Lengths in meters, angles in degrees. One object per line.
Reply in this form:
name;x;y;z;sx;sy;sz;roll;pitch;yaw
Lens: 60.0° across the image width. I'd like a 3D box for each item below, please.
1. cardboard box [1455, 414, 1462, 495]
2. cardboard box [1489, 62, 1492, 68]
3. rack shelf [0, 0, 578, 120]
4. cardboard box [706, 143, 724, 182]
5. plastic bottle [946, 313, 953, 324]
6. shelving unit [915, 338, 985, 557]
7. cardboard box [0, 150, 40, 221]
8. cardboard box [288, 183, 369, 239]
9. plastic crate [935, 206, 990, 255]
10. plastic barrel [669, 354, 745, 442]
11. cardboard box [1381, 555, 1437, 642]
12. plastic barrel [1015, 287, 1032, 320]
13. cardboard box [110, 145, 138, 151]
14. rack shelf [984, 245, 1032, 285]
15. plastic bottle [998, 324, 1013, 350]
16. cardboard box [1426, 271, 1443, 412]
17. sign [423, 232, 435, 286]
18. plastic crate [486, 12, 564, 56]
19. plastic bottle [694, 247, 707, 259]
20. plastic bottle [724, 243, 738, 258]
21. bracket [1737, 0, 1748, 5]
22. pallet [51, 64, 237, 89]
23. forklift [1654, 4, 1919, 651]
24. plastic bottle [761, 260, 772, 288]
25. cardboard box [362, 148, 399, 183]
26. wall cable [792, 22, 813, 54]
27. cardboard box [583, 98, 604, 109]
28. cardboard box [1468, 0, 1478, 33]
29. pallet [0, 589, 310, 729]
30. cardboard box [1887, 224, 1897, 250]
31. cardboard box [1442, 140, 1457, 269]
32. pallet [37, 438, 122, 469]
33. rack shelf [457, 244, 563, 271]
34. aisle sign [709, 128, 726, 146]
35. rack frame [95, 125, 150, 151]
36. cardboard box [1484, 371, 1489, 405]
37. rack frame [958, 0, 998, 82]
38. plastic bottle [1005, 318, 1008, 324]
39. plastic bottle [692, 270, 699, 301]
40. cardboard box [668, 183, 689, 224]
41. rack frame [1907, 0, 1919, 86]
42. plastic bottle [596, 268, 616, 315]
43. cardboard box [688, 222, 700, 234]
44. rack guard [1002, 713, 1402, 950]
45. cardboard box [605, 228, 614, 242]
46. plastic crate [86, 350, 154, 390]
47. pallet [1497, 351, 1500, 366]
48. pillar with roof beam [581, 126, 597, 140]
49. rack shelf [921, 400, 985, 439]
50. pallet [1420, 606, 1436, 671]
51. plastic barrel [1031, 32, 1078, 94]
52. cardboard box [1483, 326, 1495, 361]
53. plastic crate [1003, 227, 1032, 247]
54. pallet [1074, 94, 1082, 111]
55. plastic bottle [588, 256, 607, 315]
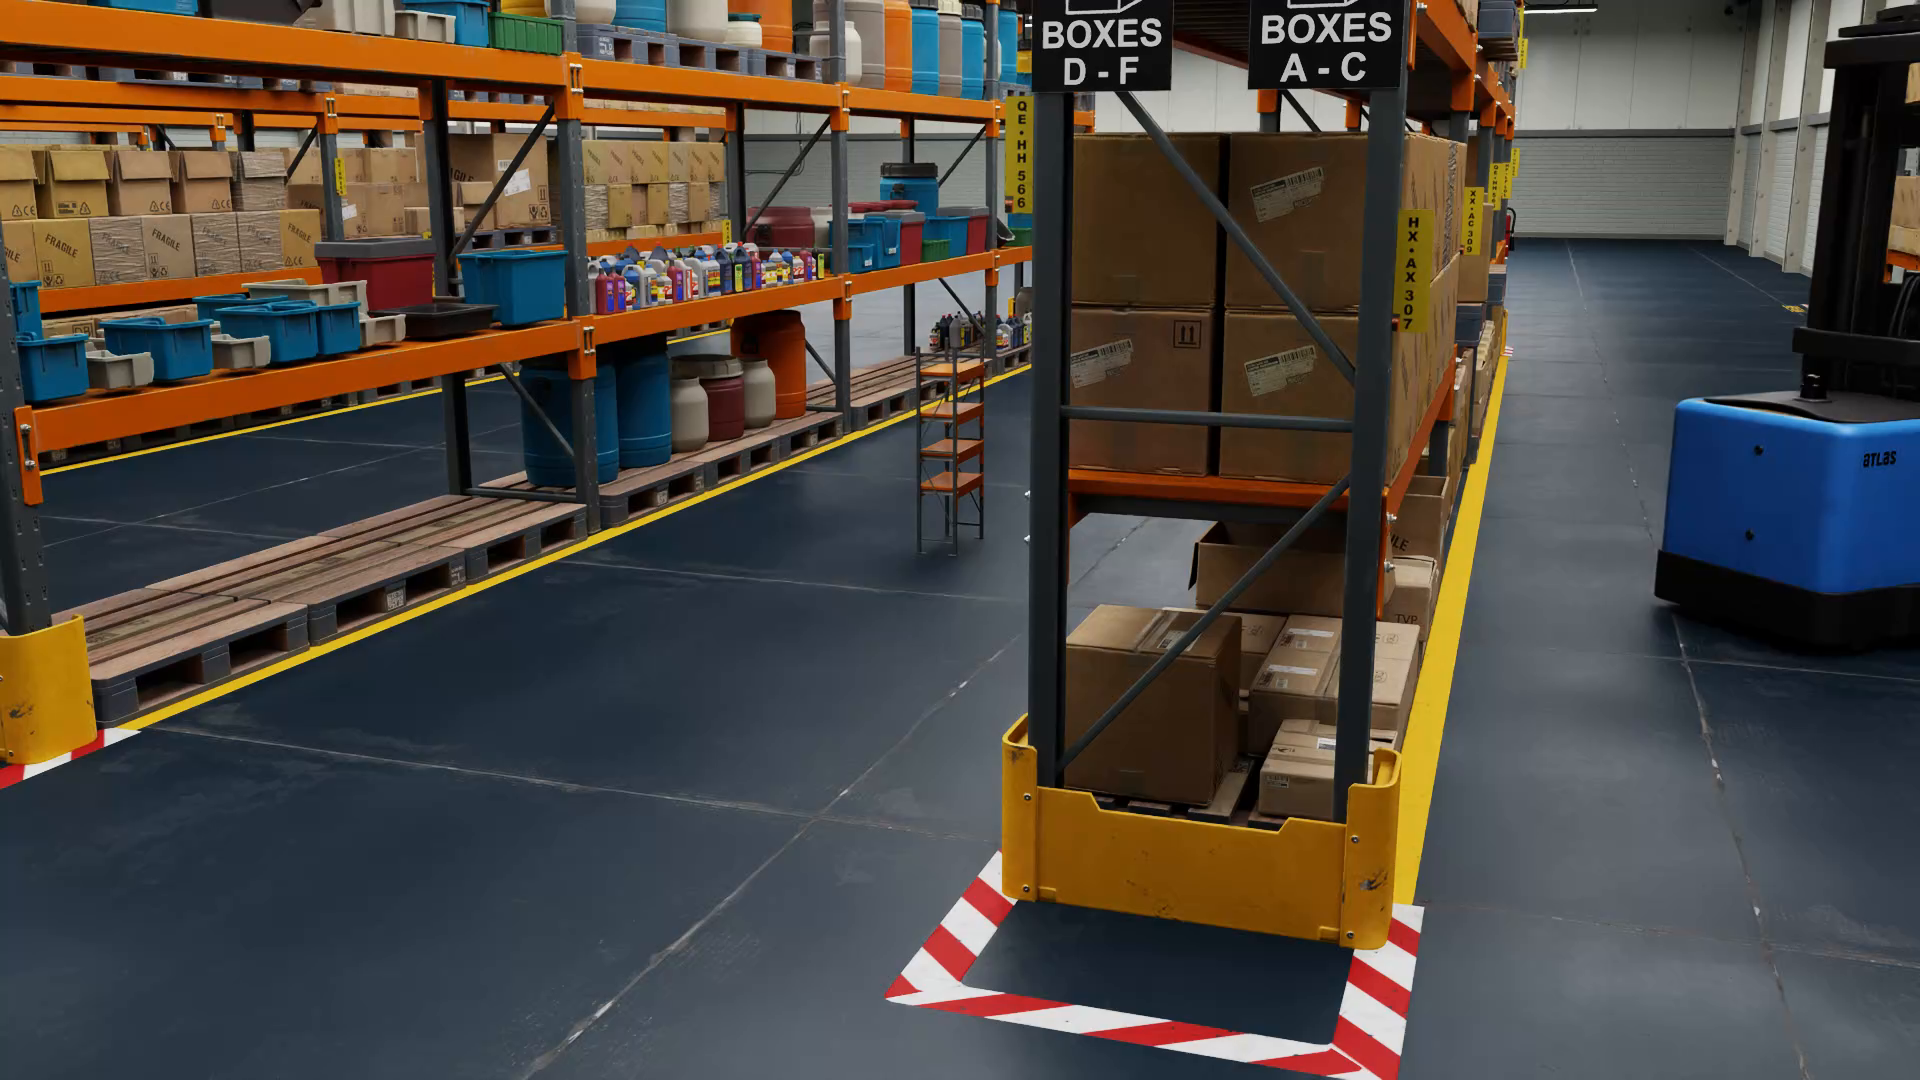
cardboard box;2.873;-0.583;10.430;0.500;0.500;0.500;4;13;16
cardboard box;3.010;-3.330;10.873;0.910;0.500;0.500;4;14;18
rack shelf;-3.342;-2.227;7.878;1.077;0.370;4.000;4;14;18
cardboard box;-3.443;-4.967;21.869;0.500;0.500;0.500;4;14;18
plastic bottle;-0.109;-2.340;18.465;0.144;0.351;0.185;4;13;16
shelving unit;-0.054;-0.550;9.702;0.258;1.200;0.503;4;14;18
cardboard box;-7.183;-2.566;12.009;0.797;0.503;0.637;4;13;17
cardboard box;-5.951;-3.105;15.682;0.500;0.500;0.500;3;13;11
plastic crate;0.026;-3.128;16.807;0.402;0.464;0.583;4;14;18
plastic barrel;-1.909;-1.065;12.390;0.600;0.588;0.708;4;14;18
cardboard box;1.832;0.216;7.354;0.500;0.311;0.500;4;14;18
plastic barrel;0.885;-2.805;20.183;0.421;0.512;0.421;0;13;0
cardboard box;-12.835;-5.691;25.040;0.700;0.500;0.500;4;13;17
rack shelf;0.540;-3.291;19.282;1.077;0.370;4.000;4;14;18
plastic bottle;0.490;-2.213;18.074;0.152;0.276;0.135;5;14;20
cardboard box;1.580;-0.779;6.437;0.500;0.500;0.500;5;14;19
sign;-3.215;-1.711;10.122;0.100;0.325;0.005;4;14;18
plastic crate;-2.546;-2.784;9.181;0.450;0.188;0.662;4;14;18
plastic bottle;-2.002;-2.124;12.840;0.097;0.271;0.097;0;13;0
plastic bottle;-1.847;-2.250;13.384;0.152;0.276;0.135;4;14;18
bracket;20.390;-14.074;43.339;0.235;0.232;0.430;4;14;18
pallet;-6.605;-3.730;13.273;1.003;0.211;1.213;5;14;21
forklift;5.080;-1.117;8.293;3.031;2.935;1.130;-6;14;-24
plastic bottle;-1.446;-1.971;12.329;0.097;0.201;0.097;0;13;0
cardboard box;-8.407;-5.200;23.264;0.875;0.550;0.550;4;14;18
wall cable;-4.181;-15.928;55.177;3.097;2.526;0.112;4;14;18
cardboard box;-4.405;-5.043;18.937;0.500;0.250;0.500;4;13;16
cardboard box;2.085;-2.446;7.562;0.500;0.250;0.500;4;14;18
pallet;-3.686;0.495;7.346;1.003;0.211;1.213;4;14;18
cardboard box;10.103;-3.206;17.586;0.500;0.250;0.500;4;13;17
cardboard box;1.745;-1.376;6.802;0.500;0.500;0.500;4;14;19
pallet;-7.203;-0.701;12.585;1.003;0.211;1.213;4;14;18
rack shelf;-5.440;-2.805;17.154;1.077;0.370;4.000;4;14;18
aisle sign;-3.195;-5.678;22.283;0.394;0.787;0.004;4;14;18
rack frame;-12.876;-5.133;25.735;1.000;3.000;0.127;4;14;18
cardboard box;4.223;-1.298;14.169;0.500;0.250;0.500;5;14;20
rack frame;-0.107;-6.145;16.689;1.000;3.000;0.127;4;14;18
plastic bottle;0.597;-2.382;18.815;0.152;0.276;0.135;4;14;18
plastic bottle;-1.822;-1.727;11.259;0.097;0.201;0.097;0;13;0
cardboard box;-3.954;-4.283;21.120;0.875;0.500;0.500;4;14;18
rack frame;10.562;-6.274;17.254;1.000;3.000;0.127;4;14;18
plastic bottle;-2.173;-1.526;10.194;0.061;0.283;0.133;4;14;18
cardboard box;-3.605;-4.062;21.606;0.380;0.149;0.250;4;14;18
rack guard;0.721;0.866;5.069;1.175;0.500;0.348;4;14;18
cardboard box;-4.291;-3.585;19.517;0.380;0.149;0.250;4;14;18
plastic crate;-3.416;-0.684;6.704;0.250;0.136;0.298;4;14;18
pallet;5.665;-2.182;19.073;1.003;0.211;1.213;4;14;18
pillar with roof beam;-6.813;-13.076;47.054;9.100;9.000;0.548;4;14;18
rack shelf;-0.054;-0.703;9.667;0.258;0.148;0.480;4;14;18
pallet;1.767;0.325;8.088;1.003;0.211;1.213;4;14;18
plastic barrel;1.150;-5.828;20.130;0.600;0.830;0.708;4;14;18
cardboard box;4.557;-1.785;15.042;0.500;0.311;0.500;5;14;20
plastic crate;0.600;-3.383;18.544;0.450;0.188;0.662;4;14;18
pallet;0.827;-5.266;20.002;1.003;0.211;1.213;4;14;18
plastic bottle;-2.262;-1.571;10.242;0.144;0.351;0.185;4;14;18
